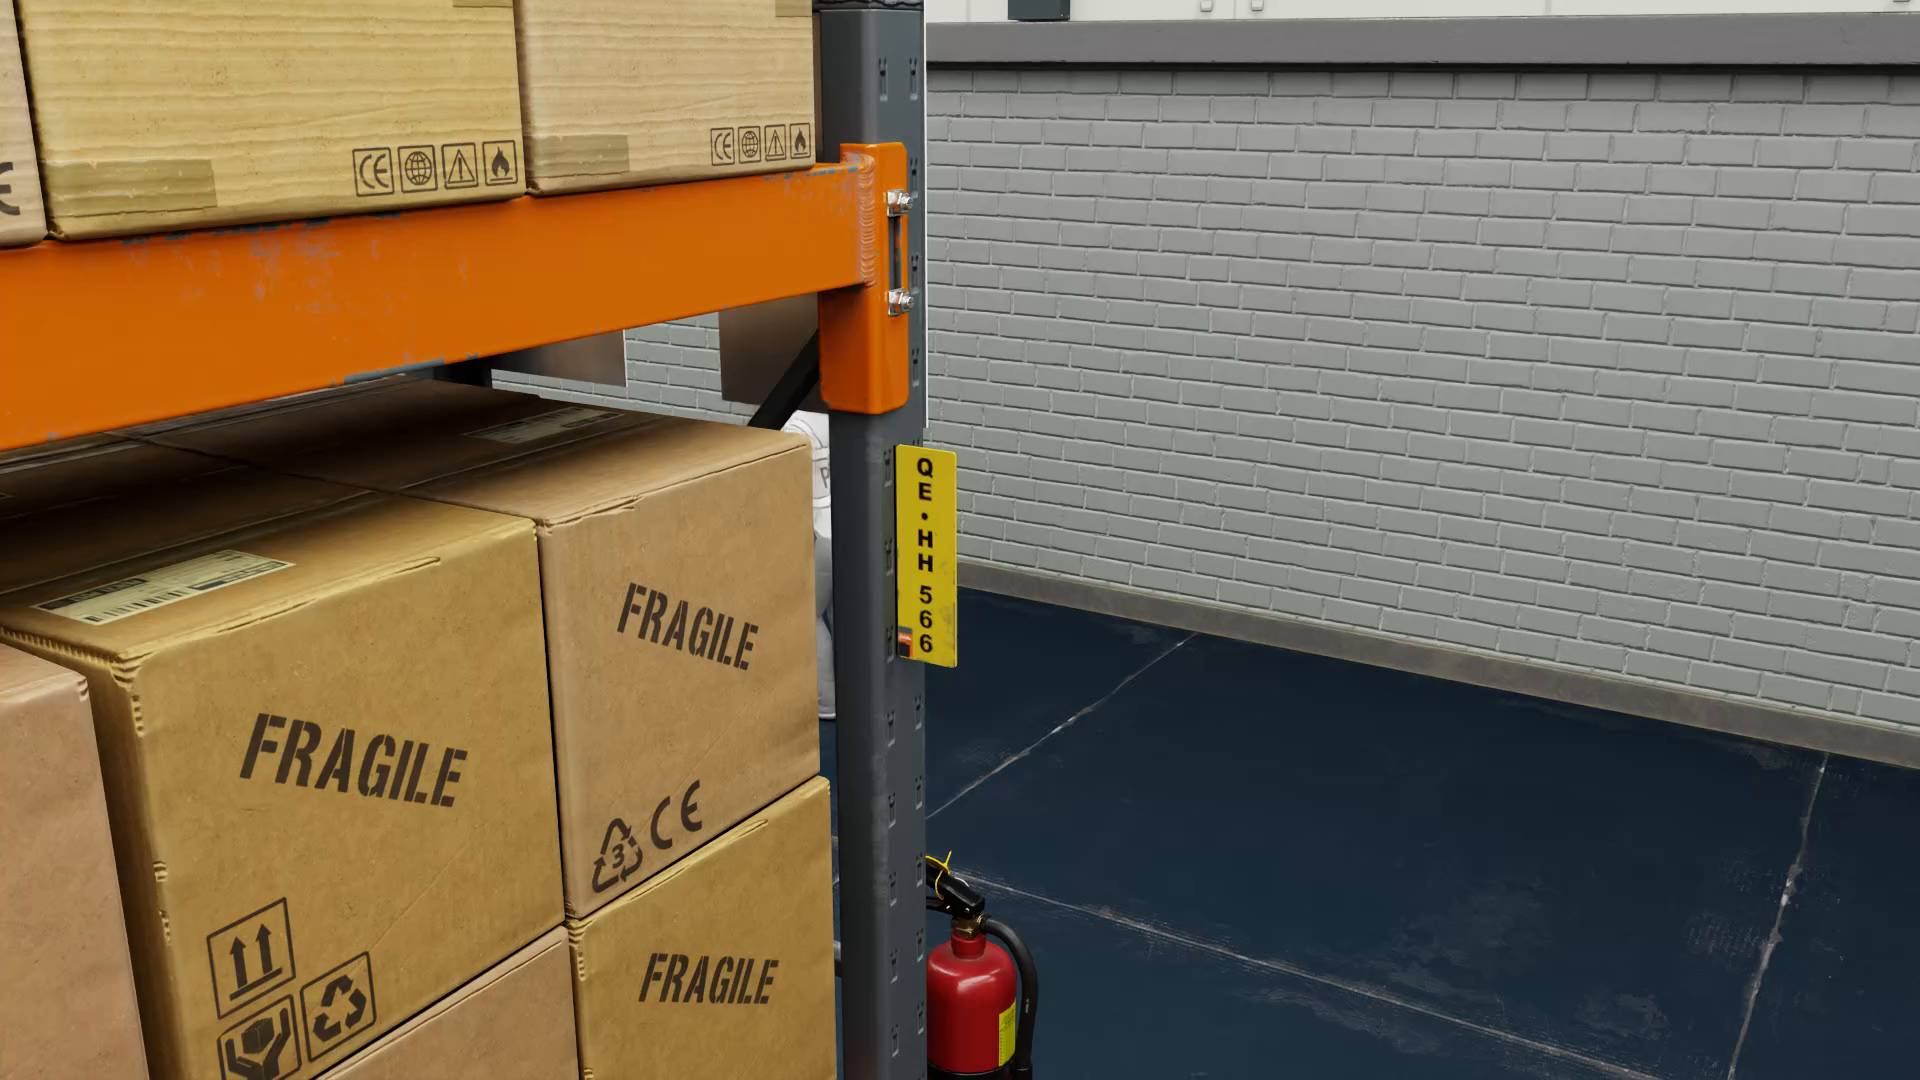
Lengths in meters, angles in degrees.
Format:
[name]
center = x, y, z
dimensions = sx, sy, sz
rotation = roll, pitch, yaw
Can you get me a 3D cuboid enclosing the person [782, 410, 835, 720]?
[person]
center = -0.679, -0.008, 7.614
dimensions = 0.554, 1.643, 0.416
rotation = 9, 19, 29
